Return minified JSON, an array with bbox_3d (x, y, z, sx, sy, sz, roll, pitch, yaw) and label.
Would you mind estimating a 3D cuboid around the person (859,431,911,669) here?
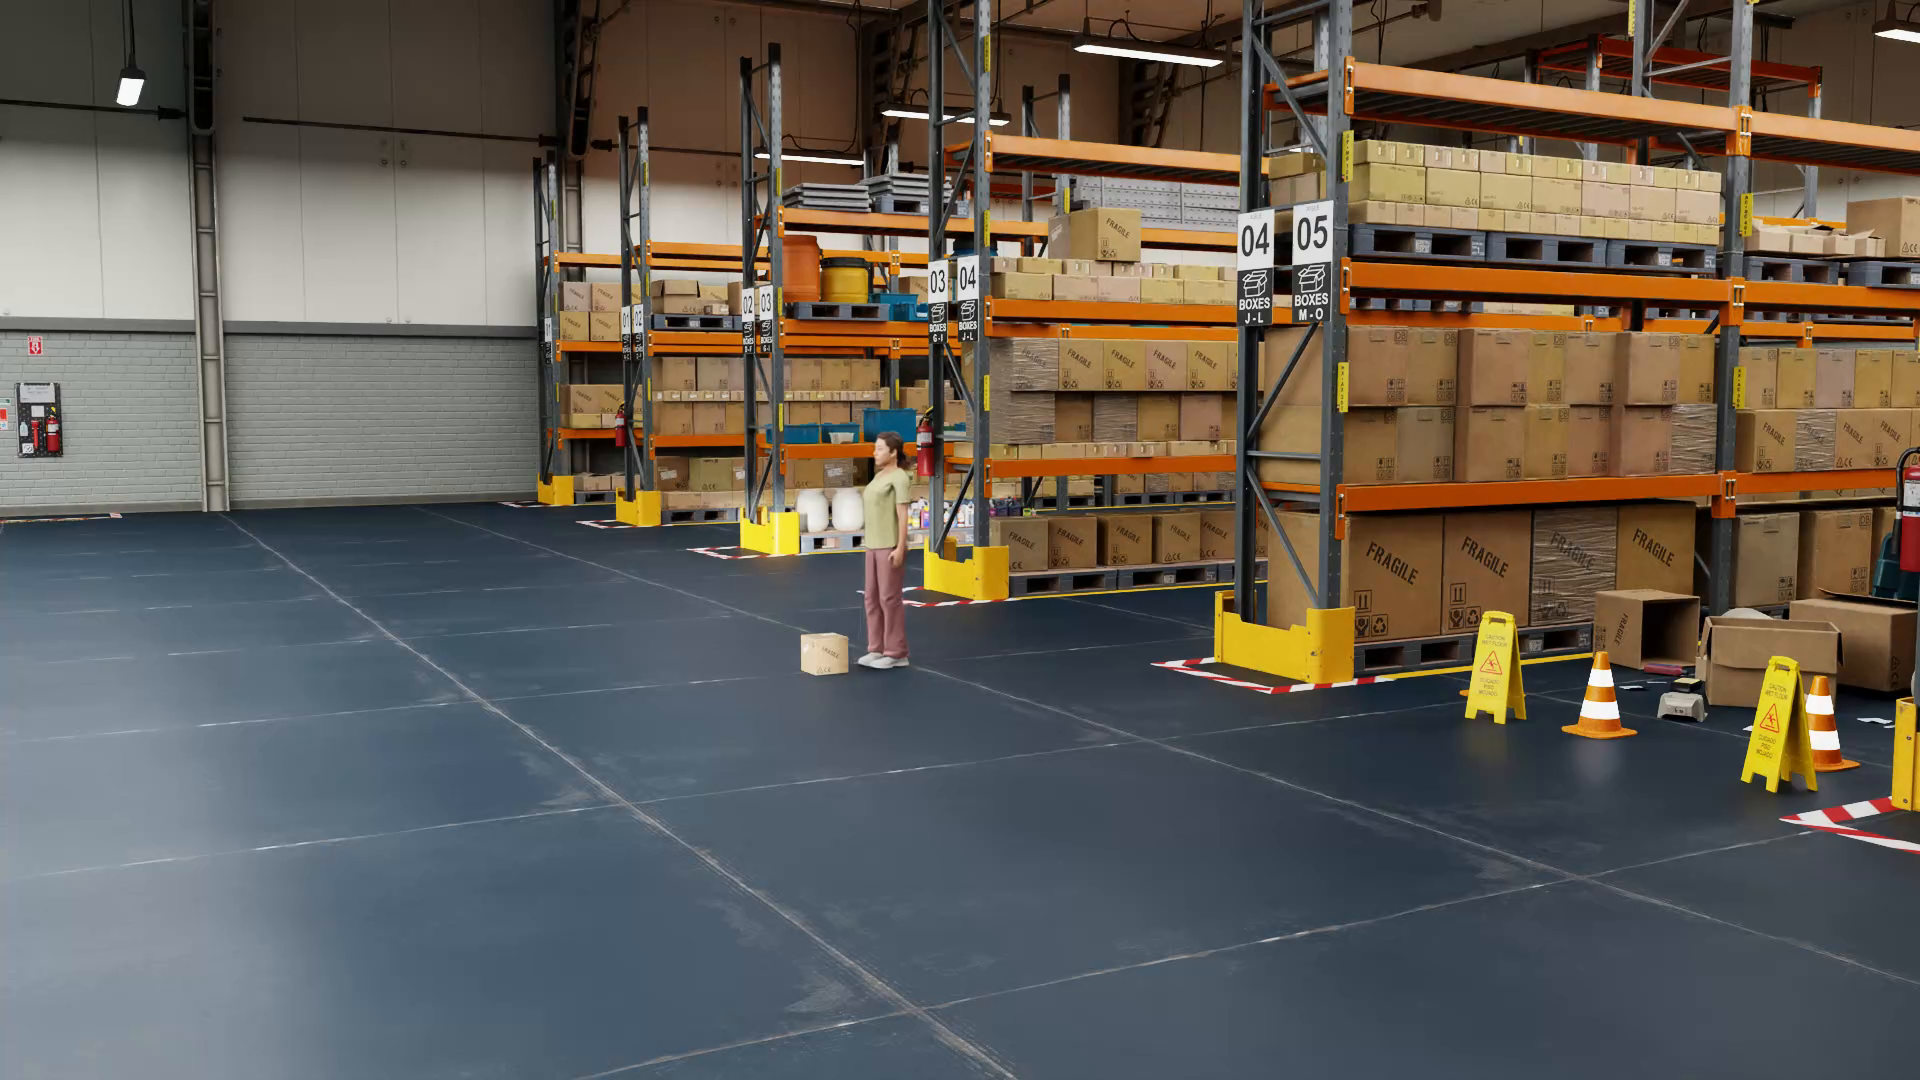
[{"bbox_3d":[-0.513,0.068,11.745,0.369,1.671,0.444,-3,6,-27],"label":"person"}]
